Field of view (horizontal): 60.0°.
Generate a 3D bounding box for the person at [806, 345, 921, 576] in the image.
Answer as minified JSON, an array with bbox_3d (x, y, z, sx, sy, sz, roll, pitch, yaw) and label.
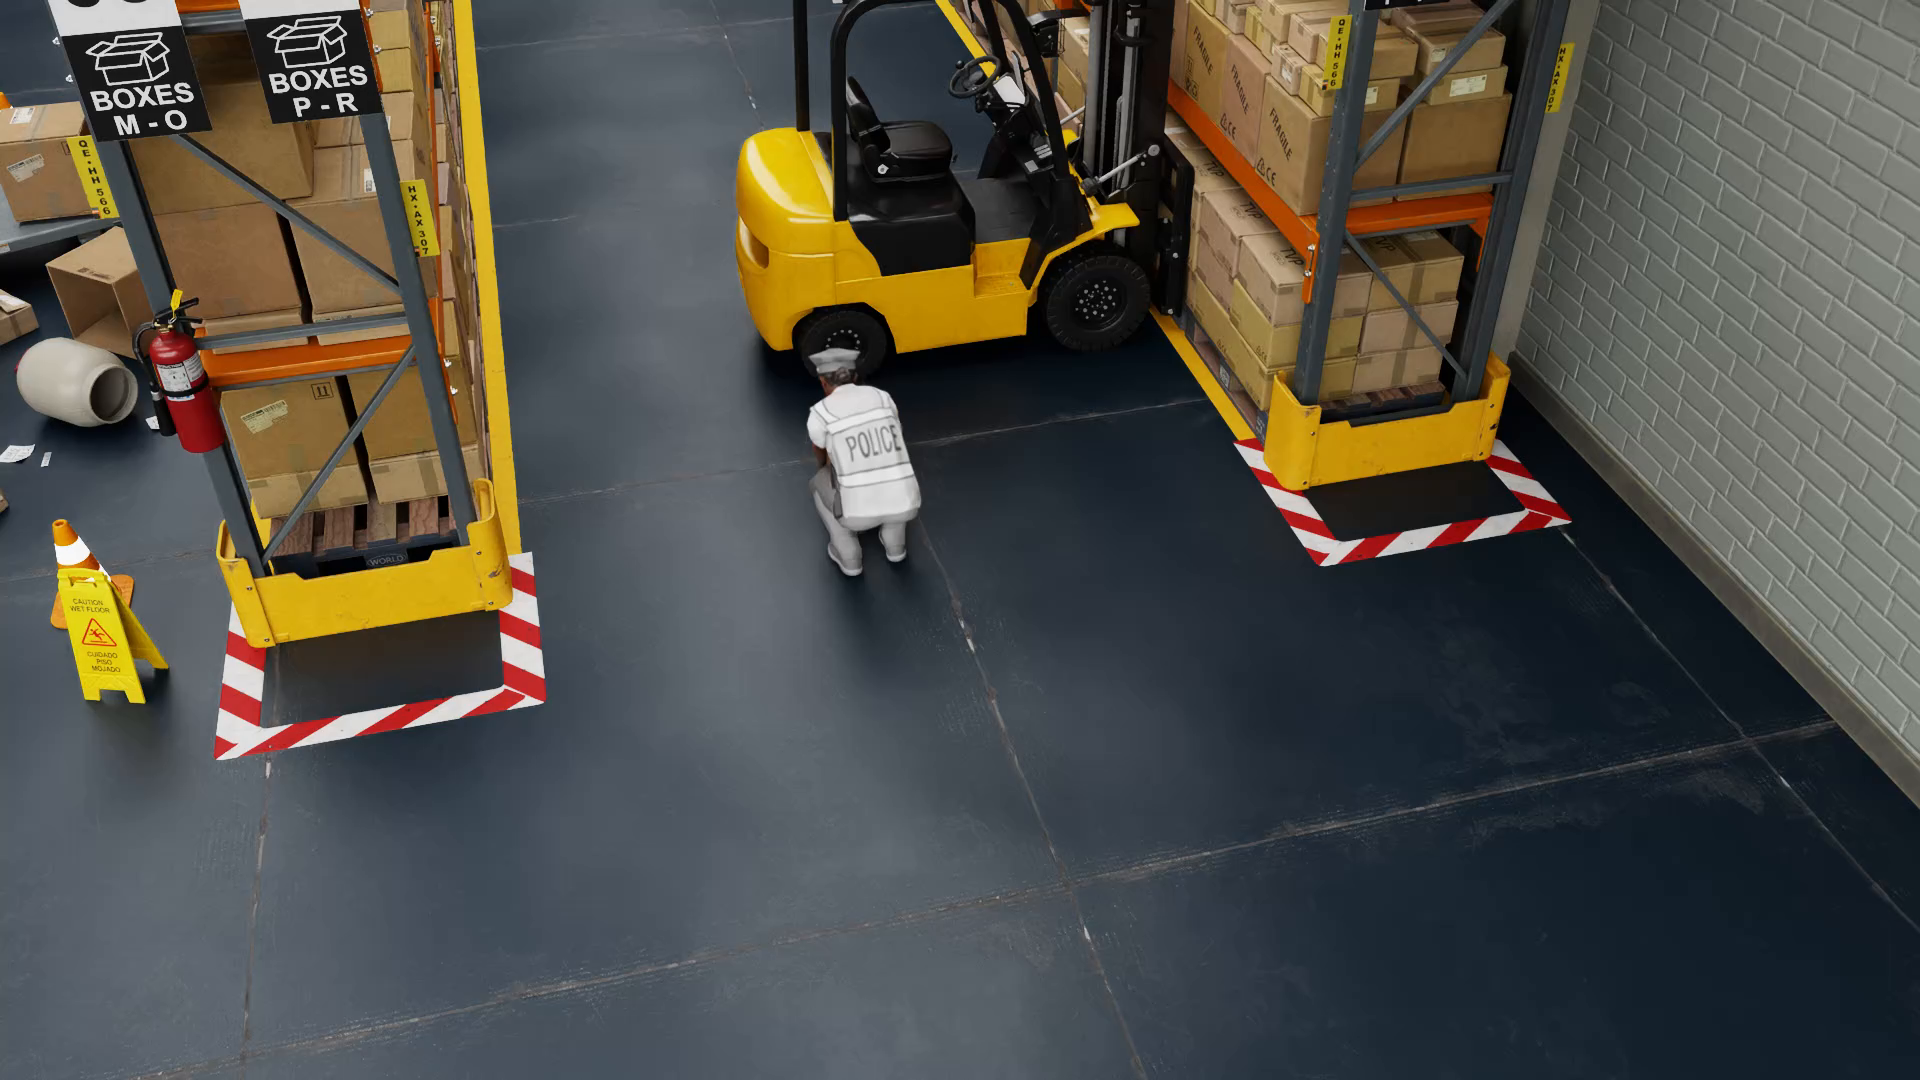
[{"bbox_3d":[-0.468,-0.384,7.767,0.457,0.973,0.857,-10,40,-13],"label":"person"}]
